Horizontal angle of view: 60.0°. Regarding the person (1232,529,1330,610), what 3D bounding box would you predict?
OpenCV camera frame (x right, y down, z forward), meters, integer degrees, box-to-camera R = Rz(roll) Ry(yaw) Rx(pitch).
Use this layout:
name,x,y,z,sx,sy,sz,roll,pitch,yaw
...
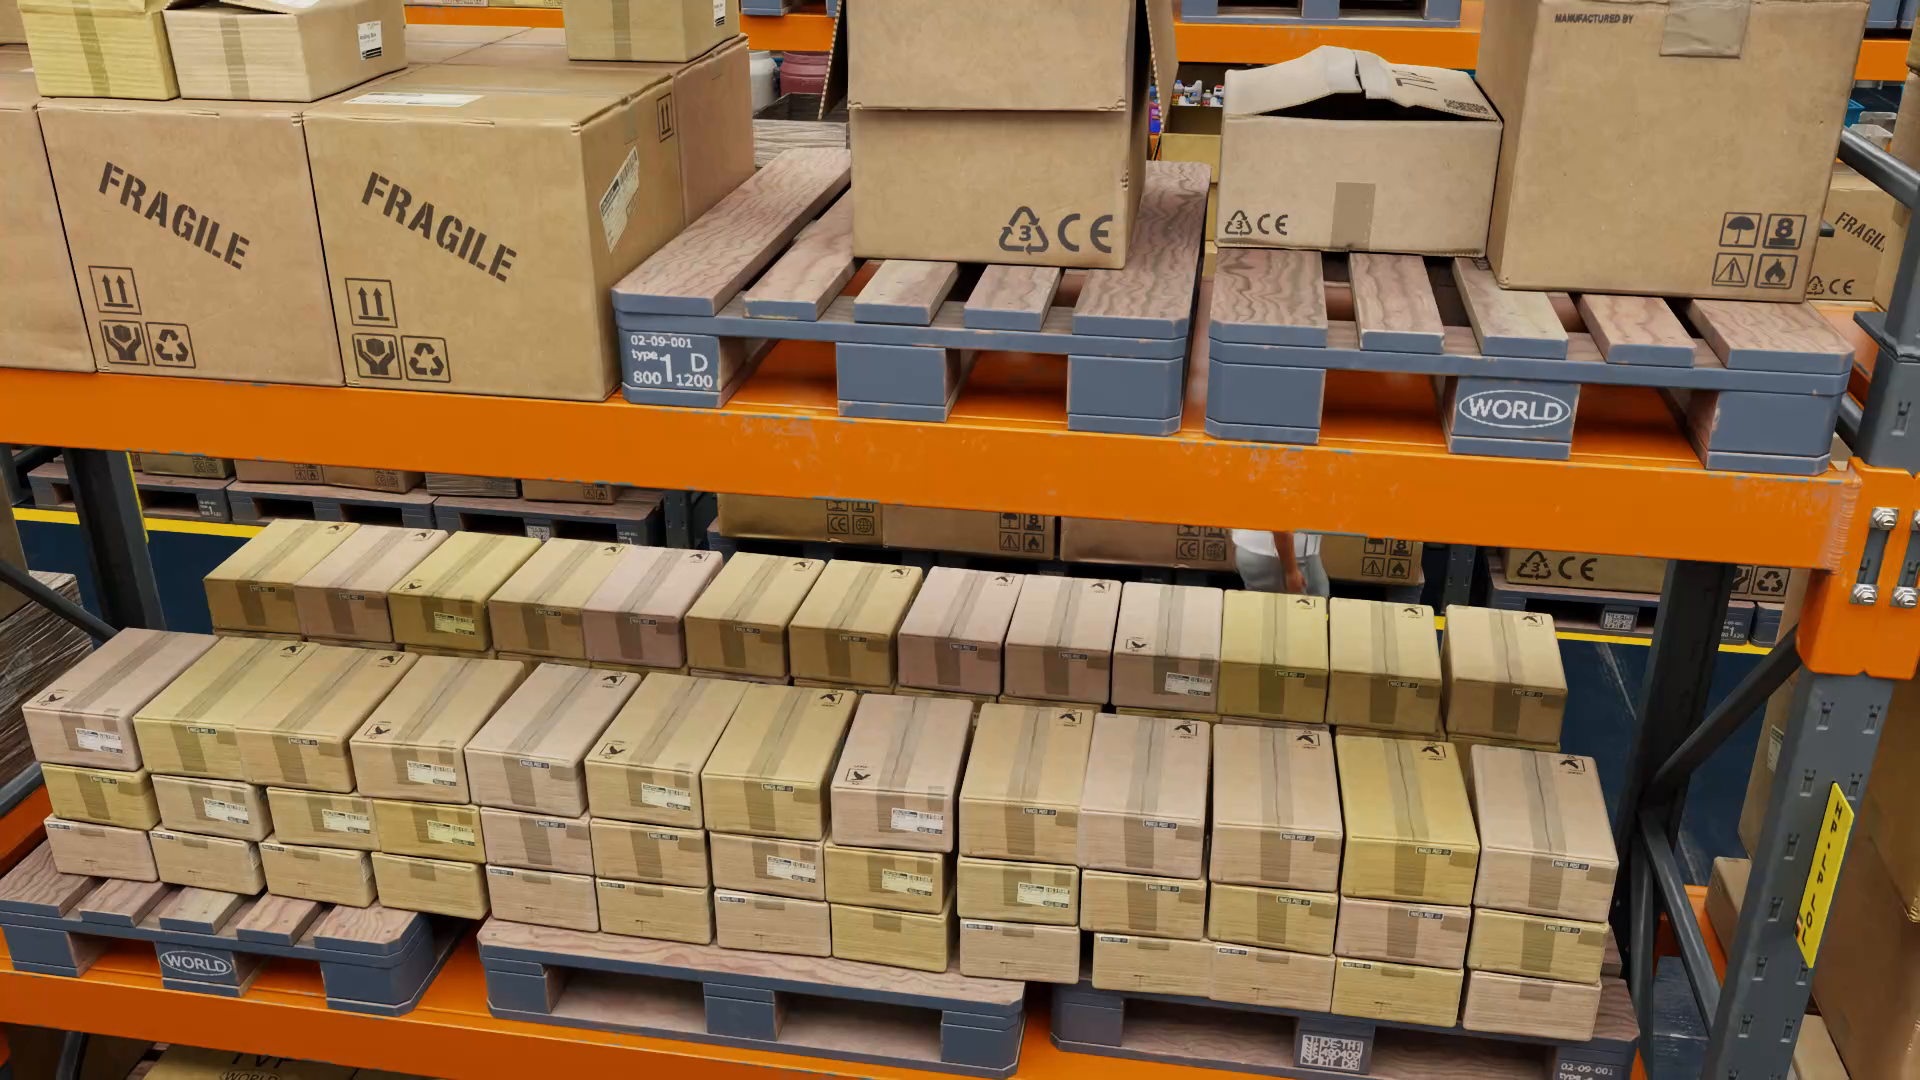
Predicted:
name,x,y,z,sx,sy,sz,roll,pitch,yaw
person,1.350,0.033,6.977,0.458,1.664,0.514,4,25,9
